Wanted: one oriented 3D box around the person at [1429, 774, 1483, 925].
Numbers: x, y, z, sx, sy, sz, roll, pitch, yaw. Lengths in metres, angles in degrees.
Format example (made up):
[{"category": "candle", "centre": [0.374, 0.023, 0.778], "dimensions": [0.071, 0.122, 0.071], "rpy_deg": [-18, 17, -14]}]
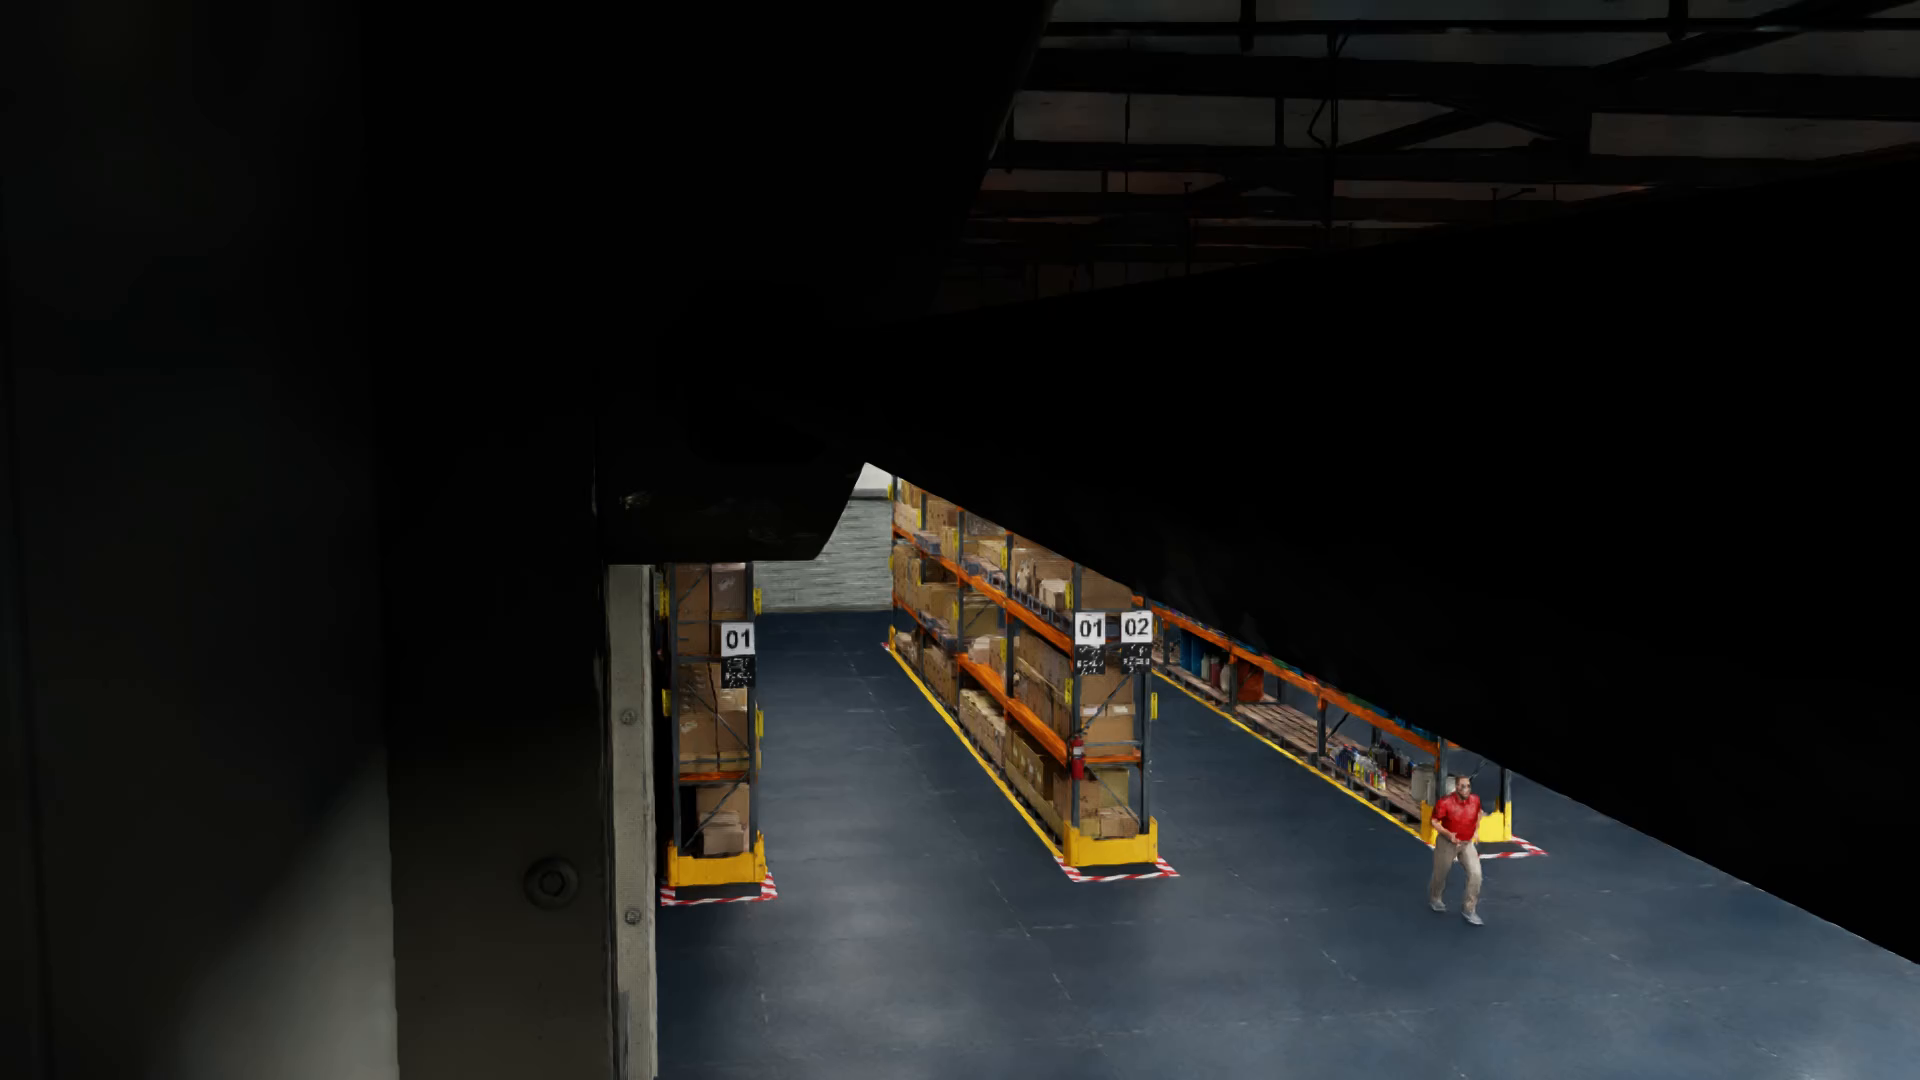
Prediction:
[{"category": "person", "centre": [5.657, 3.465, 18.918], "dimensions": [0.686, 1.666, 0.867], "rpy_deg": [-1, 6, -5]}]
